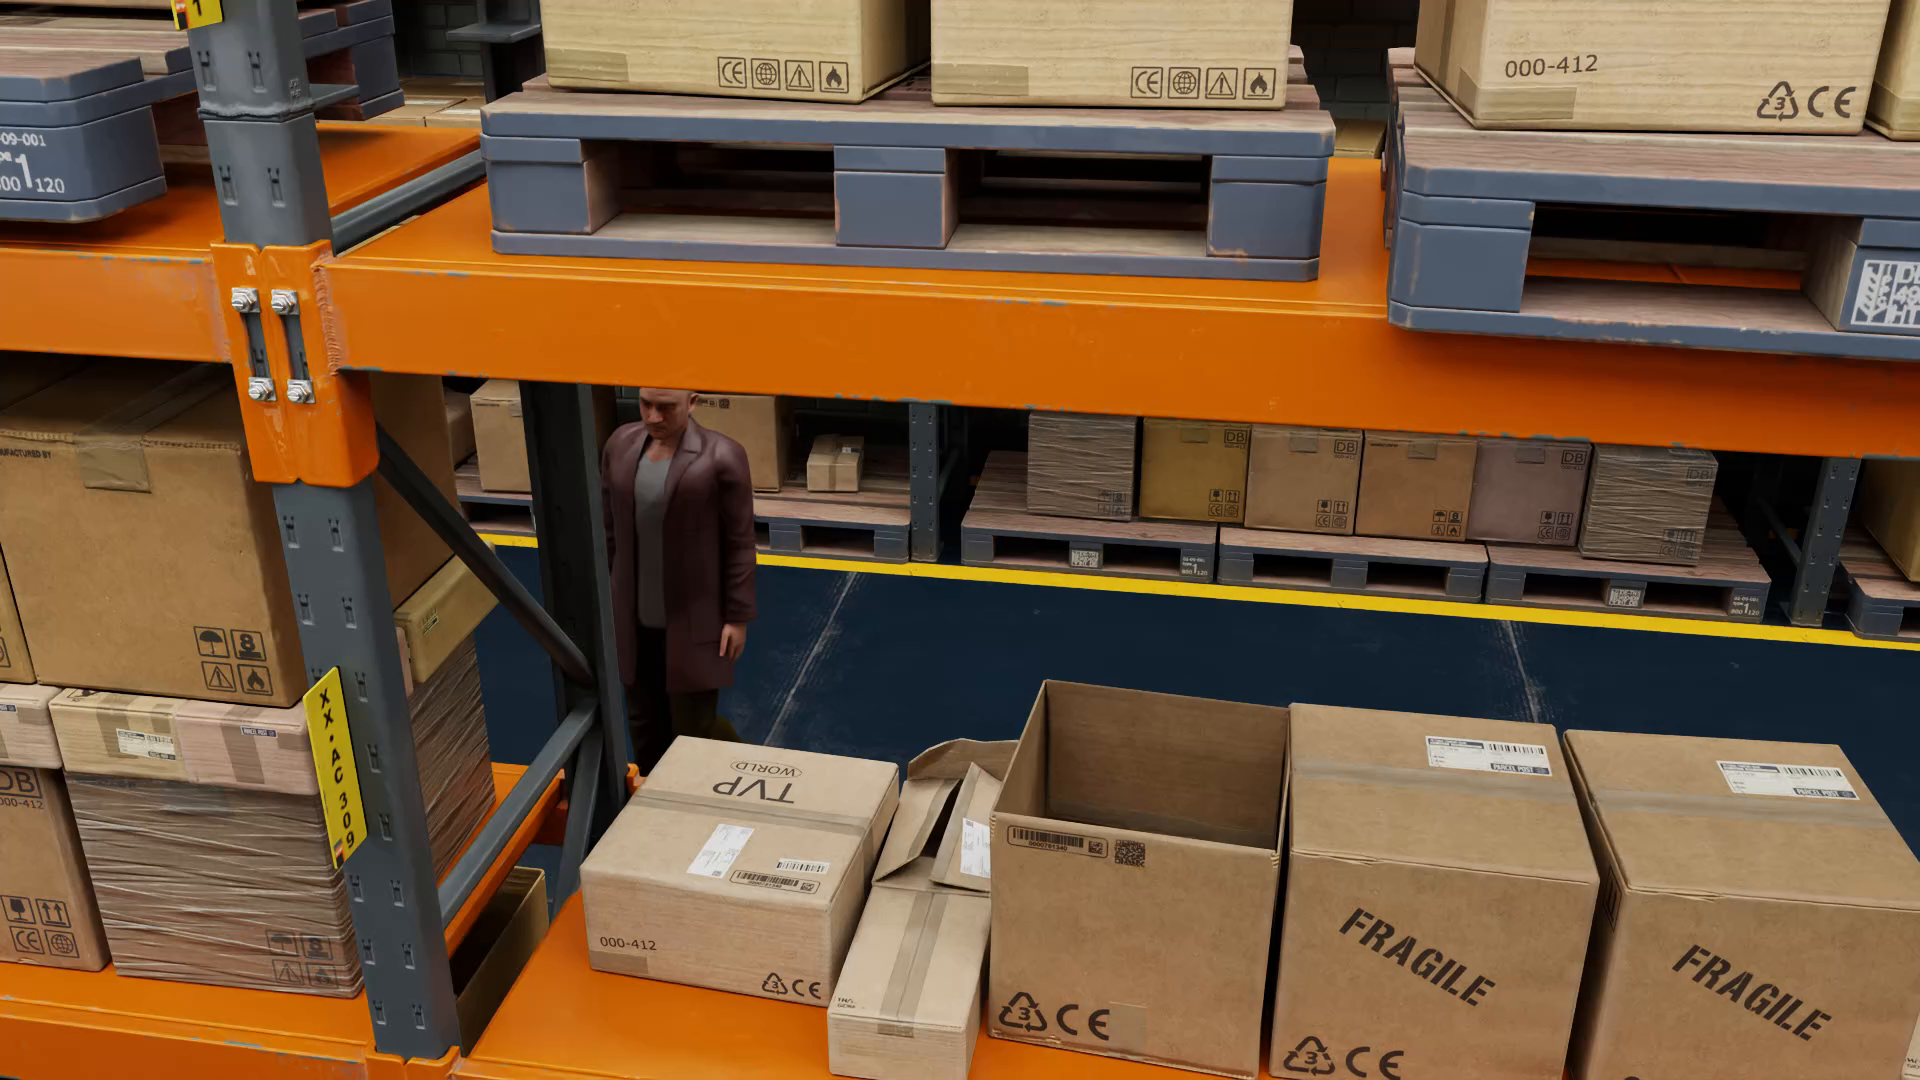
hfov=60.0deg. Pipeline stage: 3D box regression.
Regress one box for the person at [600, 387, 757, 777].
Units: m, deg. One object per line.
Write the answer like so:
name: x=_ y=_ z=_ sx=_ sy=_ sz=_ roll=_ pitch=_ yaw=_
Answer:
person: x=-0.981 y=0.254 z=5.570 sx=0.623 sy=1.794 sz=0.565 roll=9 pitch=26 yaw=19
